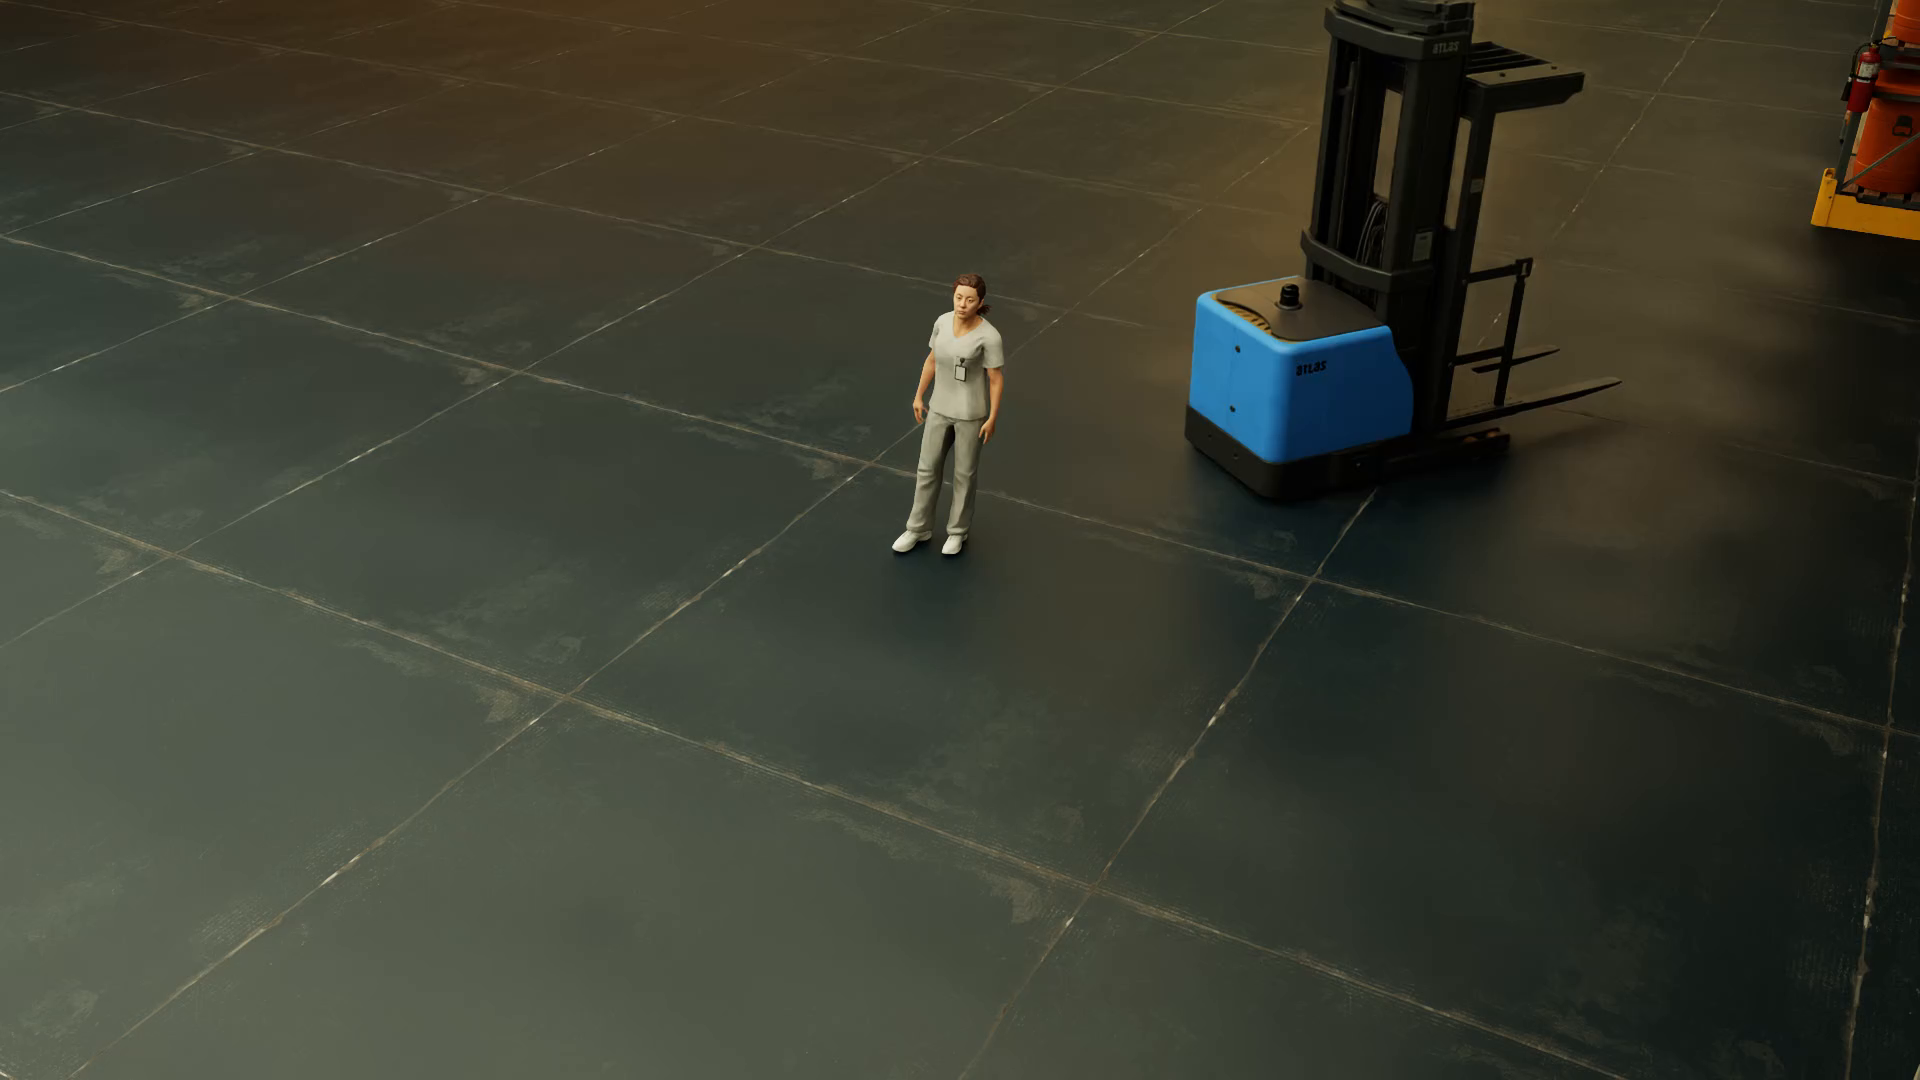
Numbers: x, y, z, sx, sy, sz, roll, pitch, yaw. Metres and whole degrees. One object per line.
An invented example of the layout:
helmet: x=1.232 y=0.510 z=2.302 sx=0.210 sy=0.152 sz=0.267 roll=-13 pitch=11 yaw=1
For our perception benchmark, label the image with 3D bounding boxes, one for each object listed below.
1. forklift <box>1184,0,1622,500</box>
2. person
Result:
forklift: x=3.051 y=-2.005 z=10.544 sx=3.031 sy=2.935 sz=1.130 roll=-13 pitch=32 yaw=-21
person: x=-0.047 y=-0.703 z=9.530 sx=0.549 sy=1.675 sz=0.549 roll=15 pitch=33 yaw=25
